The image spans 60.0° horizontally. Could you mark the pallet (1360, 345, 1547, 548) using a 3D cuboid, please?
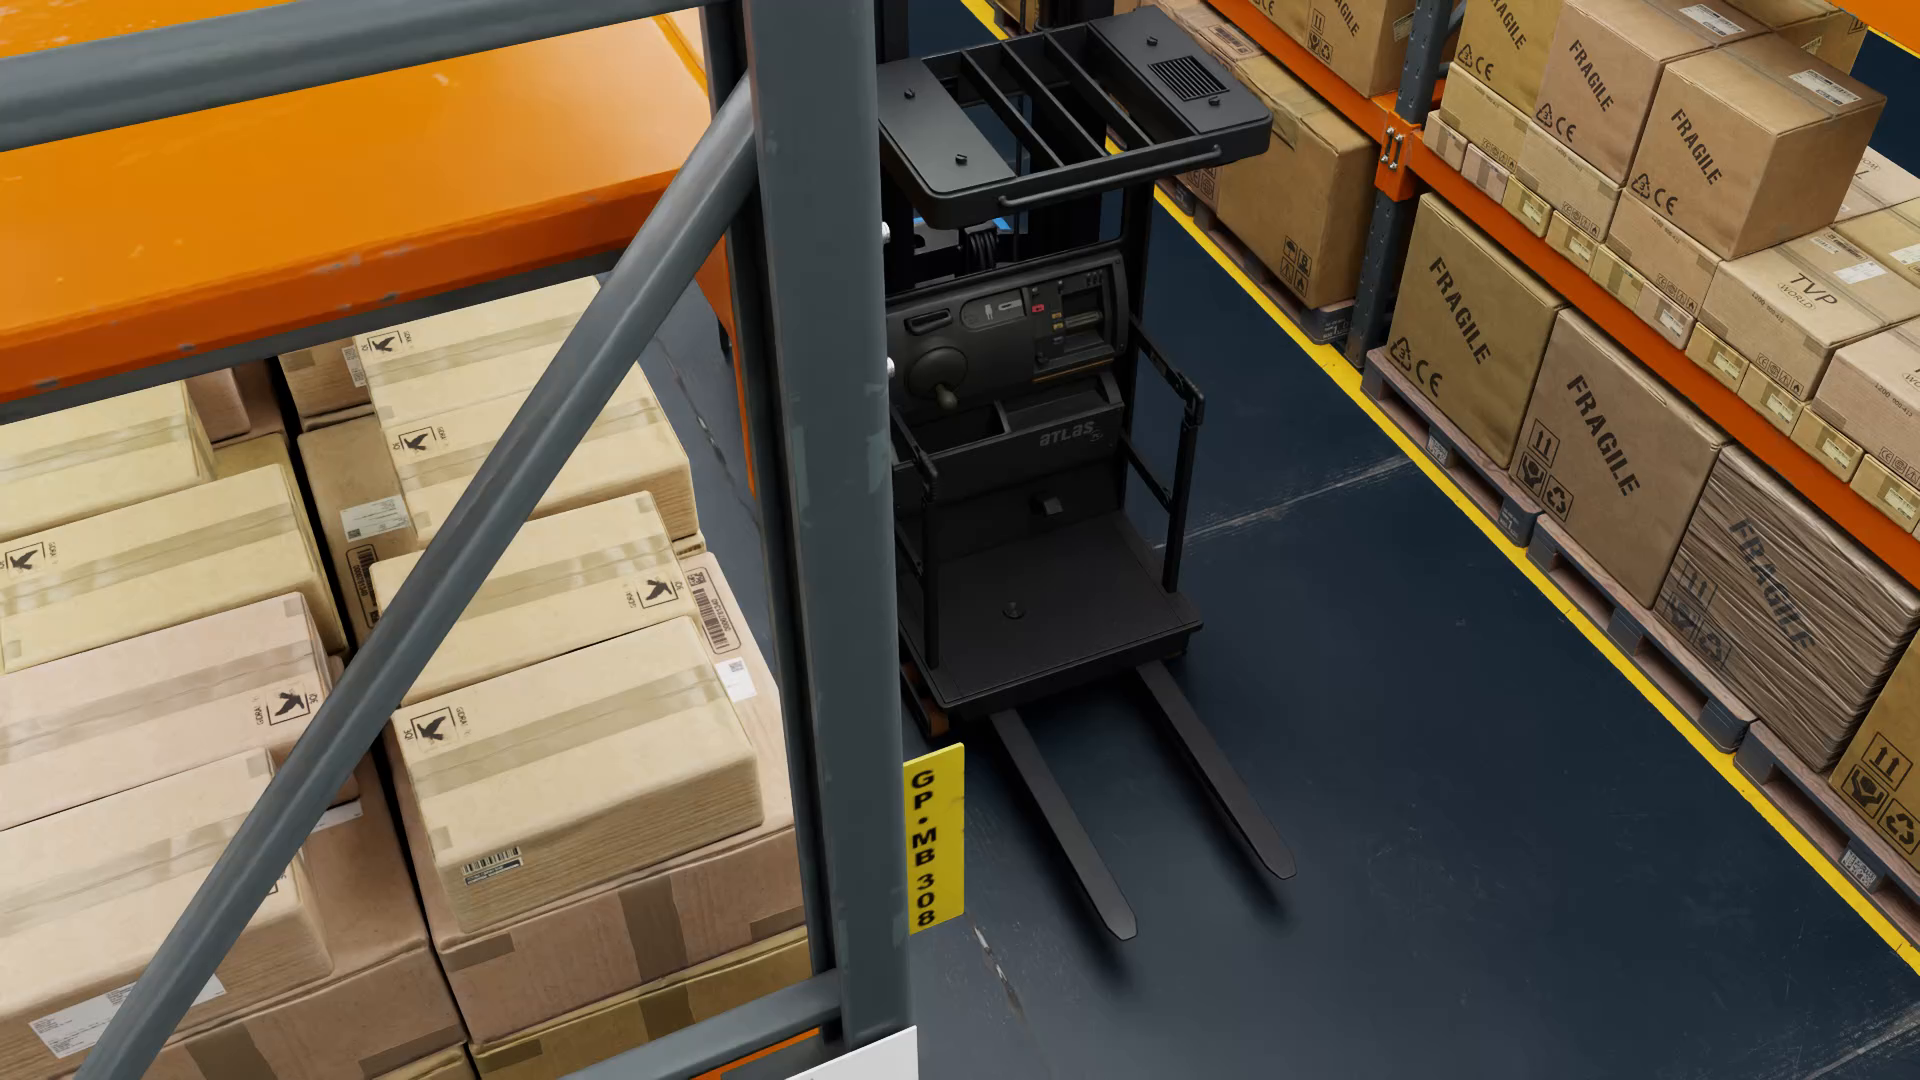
[{"bbox_3d":[2.576,-0.563,7.539,1.003,0.211,1.213,-18,47,-17],"label":"pallet"}]

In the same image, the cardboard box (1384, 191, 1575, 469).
[{"bbox_3d":[2.532,-1.012,7.223,0.875,0.875,0.875,-18,47,-17],"label":"cardboard box"}]

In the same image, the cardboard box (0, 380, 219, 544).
[{"bbox_3d":[-1.273,-0.059,2.374,0.380,0.149,0.250,-17,47,-17],"label":"cardboard box"}]

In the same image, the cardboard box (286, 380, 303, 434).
[{"bbox_3d":[-0.937,-0.151,3.107,0.500,0.250,0.500,-19,48,-19],"label":"cardboard box"}]

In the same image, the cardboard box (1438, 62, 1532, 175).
[{"bbox_3d":[2.287,-1.739,6.640,0.500,0.250,0.500,-19,48,-18],"label":"cardboard box"}]

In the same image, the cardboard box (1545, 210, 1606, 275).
[{"bbox_3d":[2.483,-1.185,6.363,0.380,0.149,0.250,-19,48,-18],"label":"cardboard box"}]

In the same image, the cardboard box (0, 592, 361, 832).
[{"bbox_3d":[-0.975,0.247,2.064,0.380,0.149,0.250,-17,47,-17],"label":"cardboard box"}]

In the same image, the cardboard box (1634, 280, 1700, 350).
[{"bbox_3d":[2.695,-0.861,6.035,0.380,0.149,0.250,-18,47,-17],"label":"cardboard box"}]

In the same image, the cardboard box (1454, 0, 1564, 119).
[{"bbox_3d":[2.296,-2.002,6.373,0.500,0.500,0.500,-18,47,-17],"label":"cardboard box"}]

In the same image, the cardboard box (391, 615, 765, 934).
[{"bbox_3d":[-0.464,0.278,2.032,0.380,0.149,0.250,-18,48,-18],"label":"cardboard box"}]

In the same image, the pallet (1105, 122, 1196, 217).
[{"bbox_3d":[1.417,-2.319,9.318,1.003,0.211,1.213,-18,47,-17],"label":"pallet"}]

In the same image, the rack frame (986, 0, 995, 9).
[{"bbox_3d":[0.645,-4.612,9.657,1.000,3.000,0.127,-18,47,-17],"label":"rack frame"}]

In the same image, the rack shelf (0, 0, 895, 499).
[{"bbox_3d":[-1.375,-1.266,2.510,1.077,0.370,4.000,-18,47,-17],"label":"rack shelf"}]

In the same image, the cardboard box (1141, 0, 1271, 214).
[{"bbox_3d":[1.663,-2.427,8.657,1.225,0.875,0.875,-20,48,-19],"label":"cardboard box"}]

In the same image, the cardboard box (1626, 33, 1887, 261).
[{"bbox_3d":[2.719,-1.355,5.718,0.500,0.500,0.500,-19,48,-19],"label":"cardboard box"}]

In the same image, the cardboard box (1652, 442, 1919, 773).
[{"bbox_3d":[3.284,0.129,6.067,0.875,0.875,0.875,-18,47,-17],"label":"cardboard box"}]

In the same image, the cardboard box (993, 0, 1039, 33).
[{"bbox_3d":[0.916,-3.559,9.804,1.225,0.875,0.875,-20,48,-19],"label":"cardboard box"}]

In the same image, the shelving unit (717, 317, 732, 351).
[{"bbox_3d":[-0.780,-1.324,7.393,0.431,1.500,0.755,-26,50,-24],"label":"shelving unit"}]

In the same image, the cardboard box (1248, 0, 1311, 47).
[{"bbox_3d":[1.681,-2.633,7.581,0.500,0.500,0.500,-17,47,-16],"label":"cardboard box"}]

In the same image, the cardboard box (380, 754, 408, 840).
[{"bbox_3d":[-1.186,0.337,2.613,0.500,0.250,0.500,-18,47,-17],"label":"cardboard box"}]

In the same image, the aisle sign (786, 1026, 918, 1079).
[{"bbox_3d":[-0.231,0.919,2.201,0.394,0.787,0.004,-18,47,-17],"label":"aisle sign"}]

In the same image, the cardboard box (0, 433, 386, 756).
[{"bbox_3d":[-1.175,0.150,2.446,0.500,0.250,0.500,-19,48,-18],"label":"cardboard box"}]

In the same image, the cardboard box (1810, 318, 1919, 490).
[{"bbox_3d":[3.137,-0.445,5.329,0.500,0.250,0.500,-20,48,-19],"label":"cardboard box"}]

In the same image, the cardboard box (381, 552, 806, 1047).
[{"bbox_3d":[-0.487,0.331,2.263,0.500,0.250,0.500,-17,47,-17],"label":"cardboard box"}]

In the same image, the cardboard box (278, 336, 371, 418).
[{"bbox_3d":[-0.908,-0.372,2.691,0.380,0.149,0.250,-17,47,-16],"label":"cardboard box"}]

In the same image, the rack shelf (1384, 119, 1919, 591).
[{"bbox_3d":[3.168,-0.532,6.035,1.077,0.370,4.000,-18,47,-17],"label":"rack shelf"}]

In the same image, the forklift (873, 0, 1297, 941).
[{"bbox_3d":[0.247,-0.636,5.677,1.130,2.935,3.031,-17,47,-16],"label":"forklift"}]

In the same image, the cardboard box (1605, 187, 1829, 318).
[{"bbox_3d":[2.714,-1.092,5.985,0.500,0.250,0.500,-17,47,-16],"label":"cardboard box"}]

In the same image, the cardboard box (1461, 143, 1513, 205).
[{"bbox_3d":[2.260,-1.520,6.702,0.380,0.149,0.250,-20,48,-19],"label":"cardboard box"}]

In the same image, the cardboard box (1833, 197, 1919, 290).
[{"bbox_3d":[3.395,-0.934,5.824,0.500,0.250,0.500,-19,48,-18],"label":"cardboard box"}]

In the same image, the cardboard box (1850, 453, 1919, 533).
[{"bbox_3d":[3.129,-0.205,5.370,0.380,0.149,0.250,-19,48,-18],"label":"cardboard box"}]

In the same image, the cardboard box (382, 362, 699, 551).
[{"bbox_3d":[-0.602,-0.084,2.399,0.380,0.149,0.250,-18,47,-17],"label":"cardboard box"}]

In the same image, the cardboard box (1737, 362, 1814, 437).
[{"bbox_3d":[2.918,-0.529,5.698,0.380,0.149,0.250,-17,47,-17],"label":"cardboard box"}]

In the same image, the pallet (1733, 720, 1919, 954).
[{"bbox_3d":[3.601,0.992,5.963,1.003,0.211,1.213,-18,47,-17],"label":"pallet"}]

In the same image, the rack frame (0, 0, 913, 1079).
[{"bbox_3d":[-0.534,-0.249,0.964,1.000,3.000,0.127,-18,47,-17],"label":"rack frame"}]

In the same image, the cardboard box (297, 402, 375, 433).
[{"bbox_3d":[-0.905,-0.320,2.923,0.500,0.250,0.500,-17,47,-17],"label":"cardboard box"}]
